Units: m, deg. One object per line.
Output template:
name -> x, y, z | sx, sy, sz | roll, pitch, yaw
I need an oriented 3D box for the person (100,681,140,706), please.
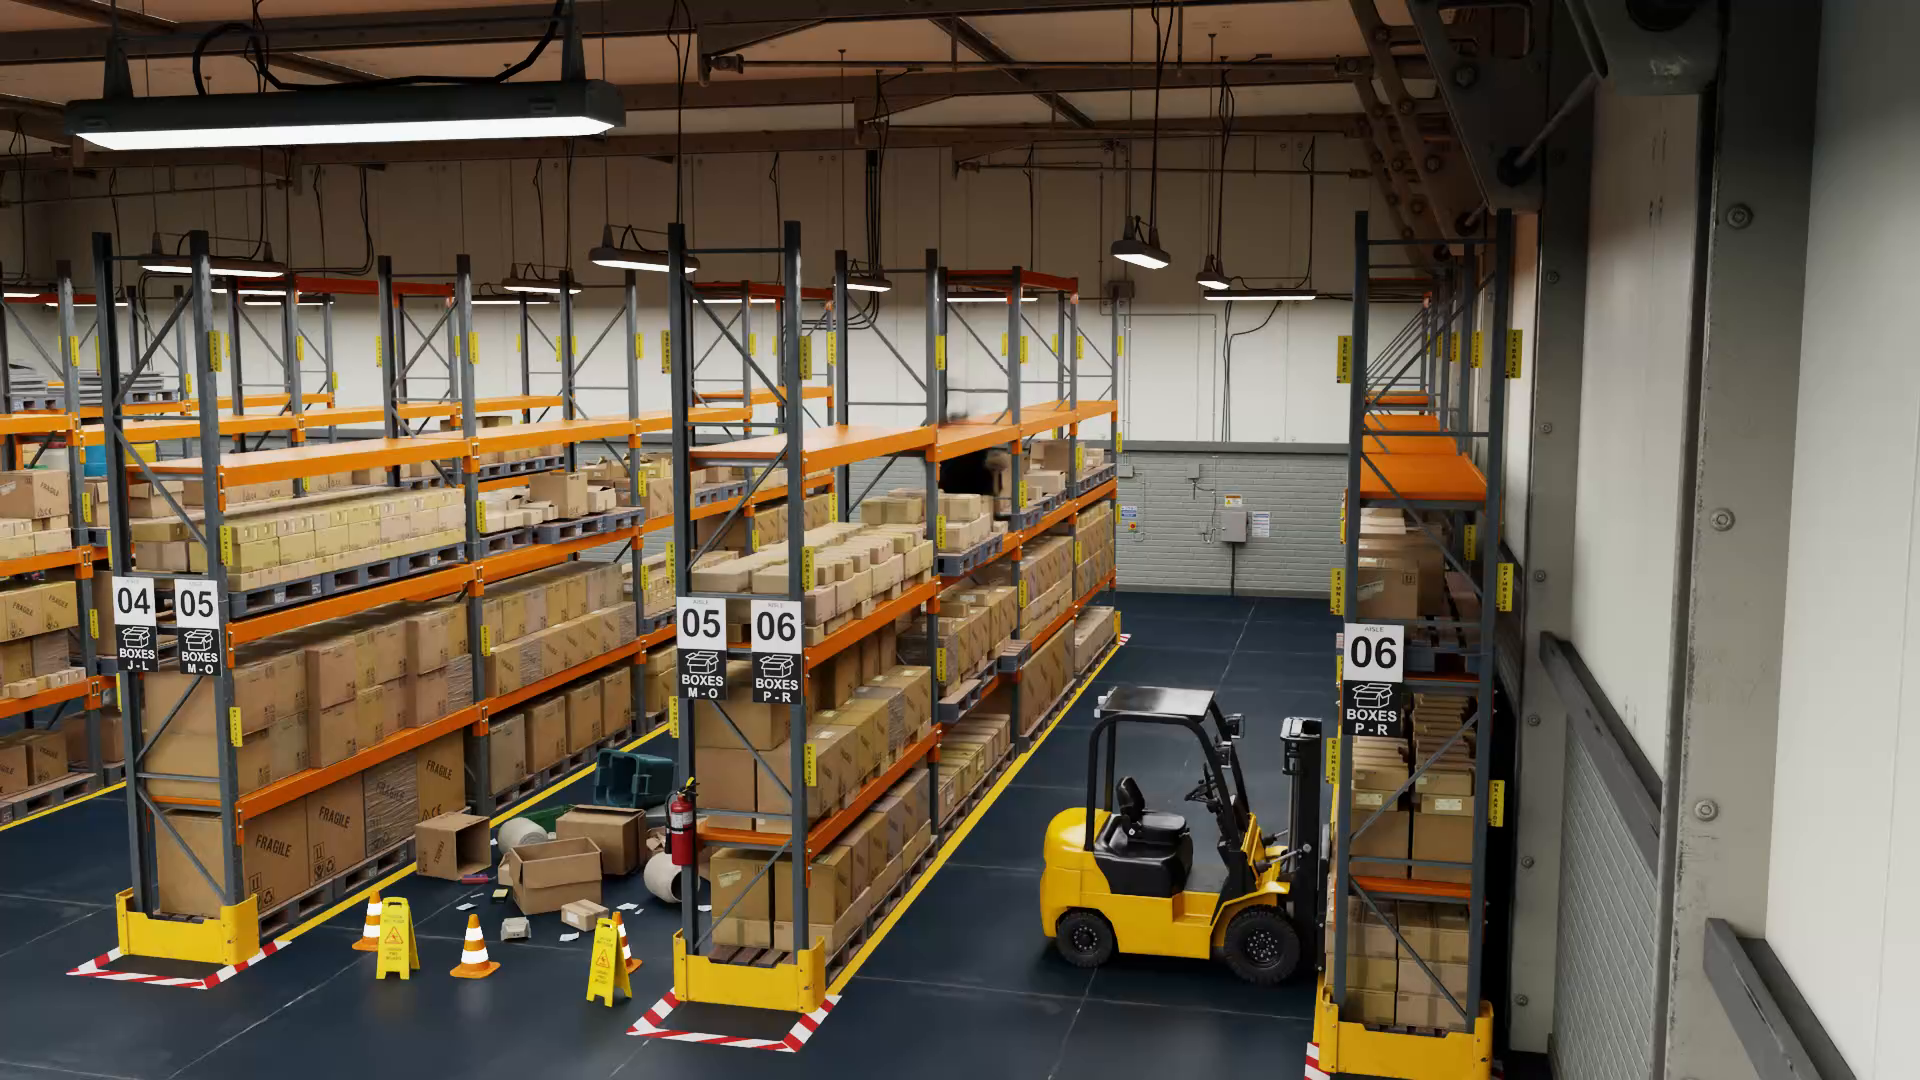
person -> -11.752, 1.542, 23.061 | 0.611, 1.637, 0.790 | 1, 7, 7
